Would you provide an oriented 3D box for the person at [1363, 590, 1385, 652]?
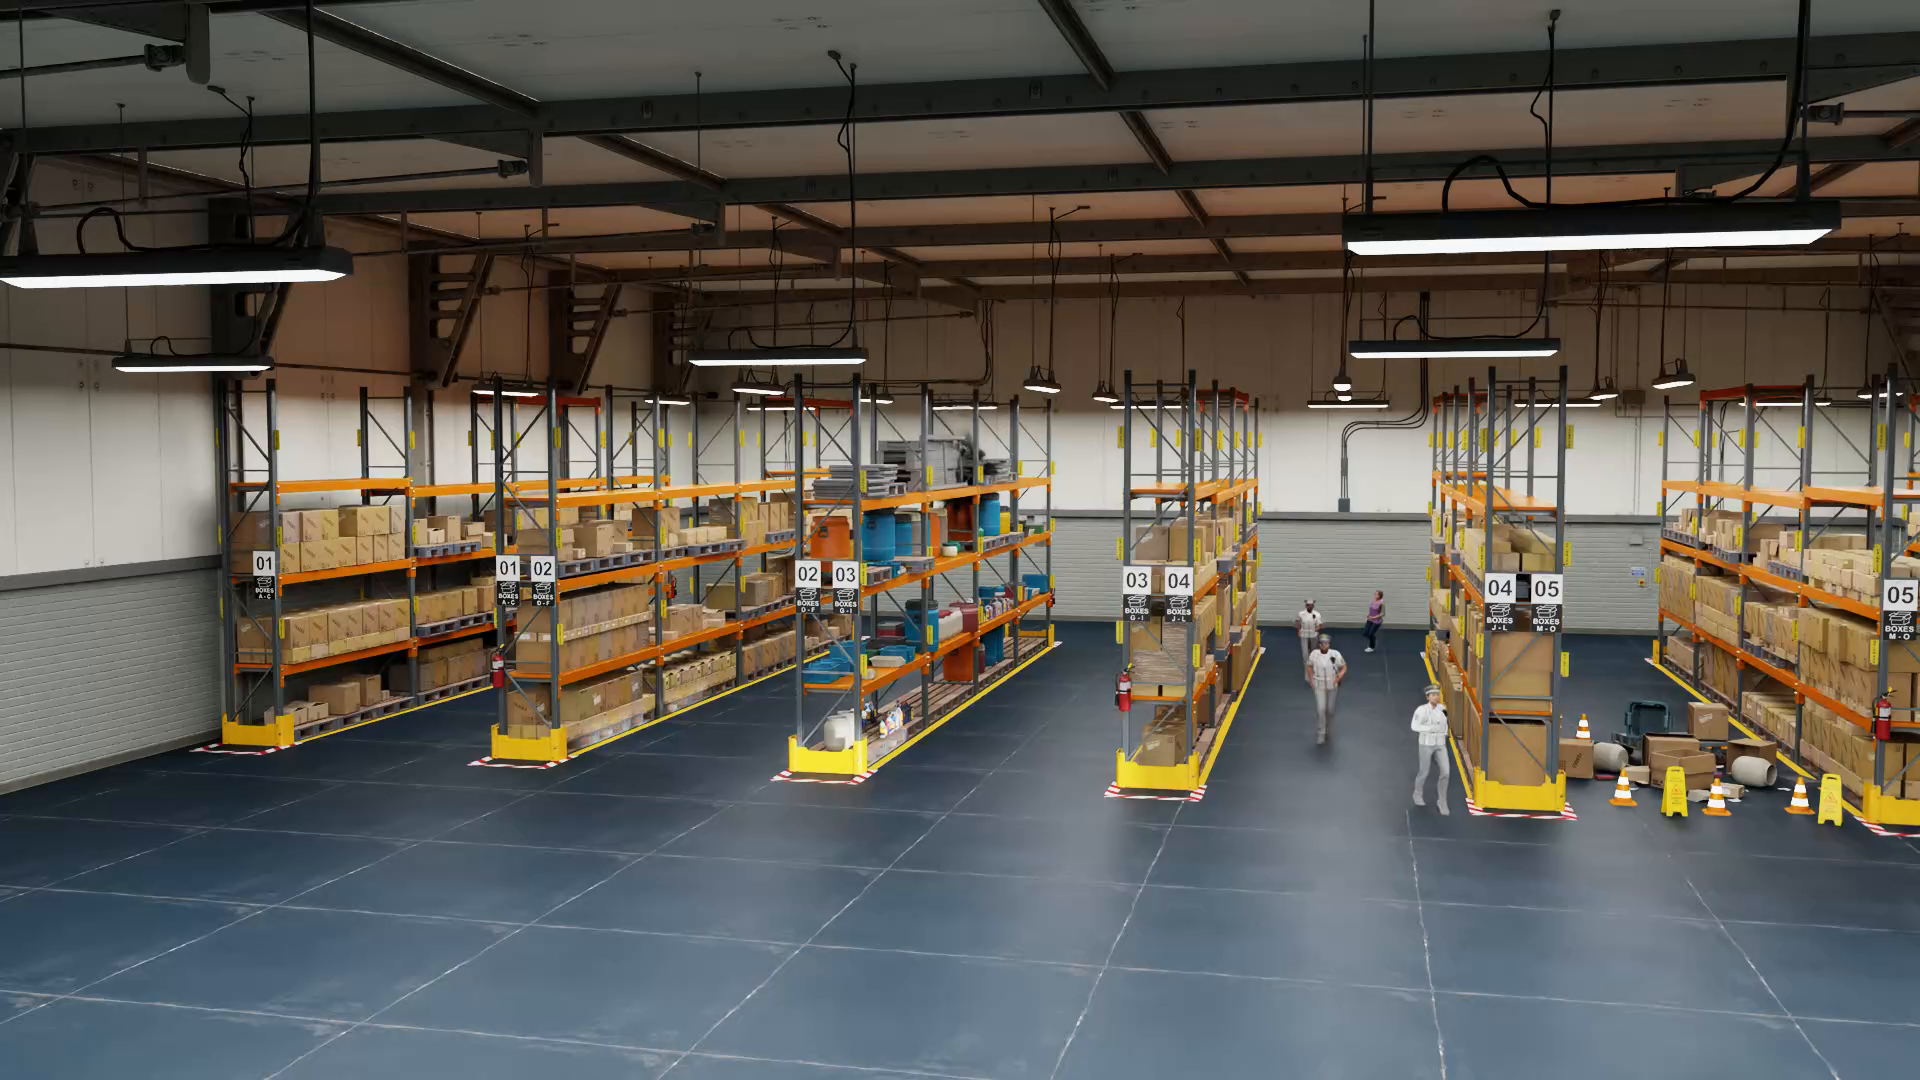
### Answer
[{"bbox_3d":[9.724,1.908,39.050,0.474,1.472,0.650,-2,4,-33],"label":"person"}]

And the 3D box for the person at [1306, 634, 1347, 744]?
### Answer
[{"bbox_3d":[6.122,2.453,27.799,0.658,1.807,0.822,1,3,11],"label":"person"}]

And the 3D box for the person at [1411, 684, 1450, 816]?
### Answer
[{"bbox_3d":[6.362,2.812,22.439,0.609,1.765,0.671,0,3,-8],"label":"person"}]

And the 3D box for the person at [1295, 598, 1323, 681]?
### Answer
[{"bbox_3d":[7.336,2.063,34.954,0.580,1.707,0.893,1,3,11],"label":"person"}]
